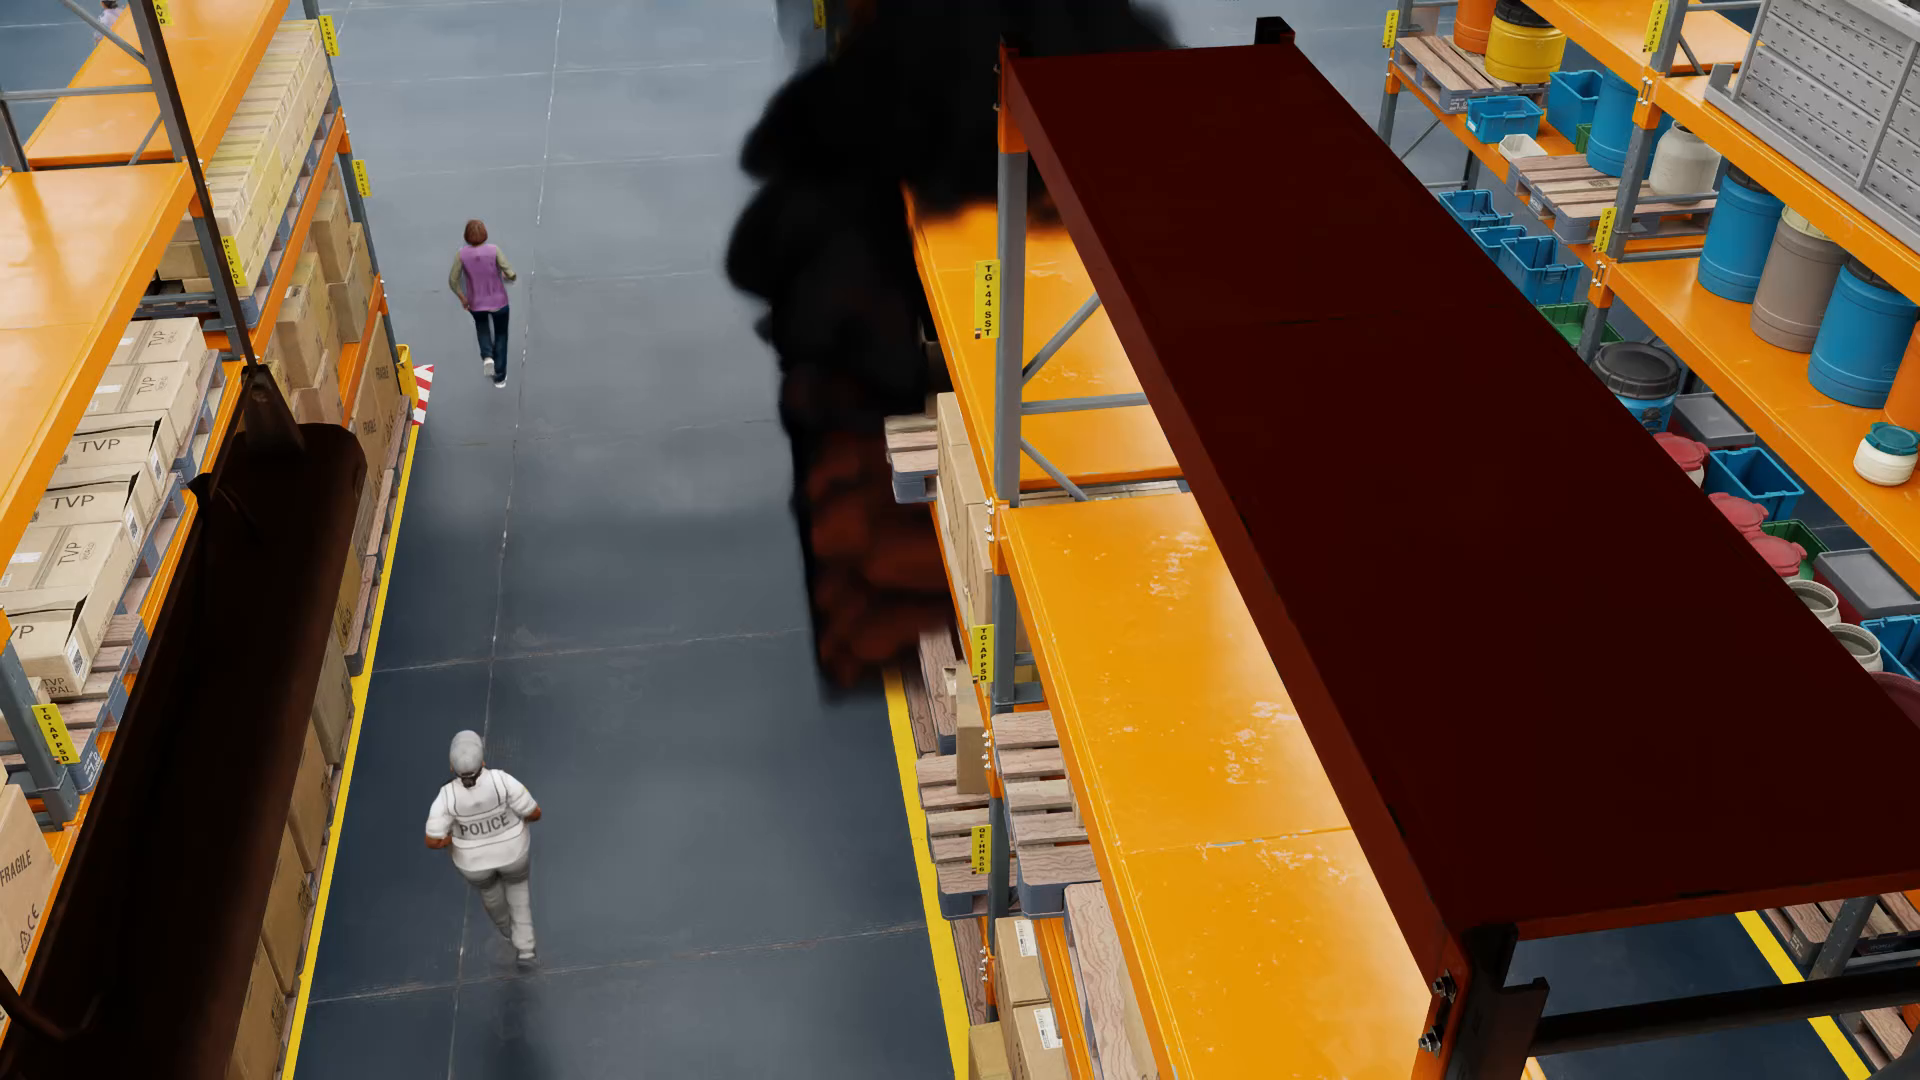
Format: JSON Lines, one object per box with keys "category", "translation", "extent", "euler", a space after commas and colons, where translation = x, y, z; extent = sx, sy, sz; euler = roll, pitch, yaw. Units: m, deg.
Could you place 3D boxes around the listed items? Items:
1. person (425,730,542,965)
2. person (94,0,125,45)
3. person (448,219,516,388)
{"category": "person", "translation": [-2.611, 1.718, 9.241], "extent": [0.625, 1.643, 0.662], "euler": [-12, 38, -16]}
{"category": "person", "translation": [-9.915, -5.701, 19.834], "extent": [0.764, 1.711, 0.579], "euler": [18, 40, 23]}
{"category": "person", "translation": [-4.116, -2.100, 14.515], "extent": [0.558, 1.544, 0.507], "euler": [-5, 37, -7]}
